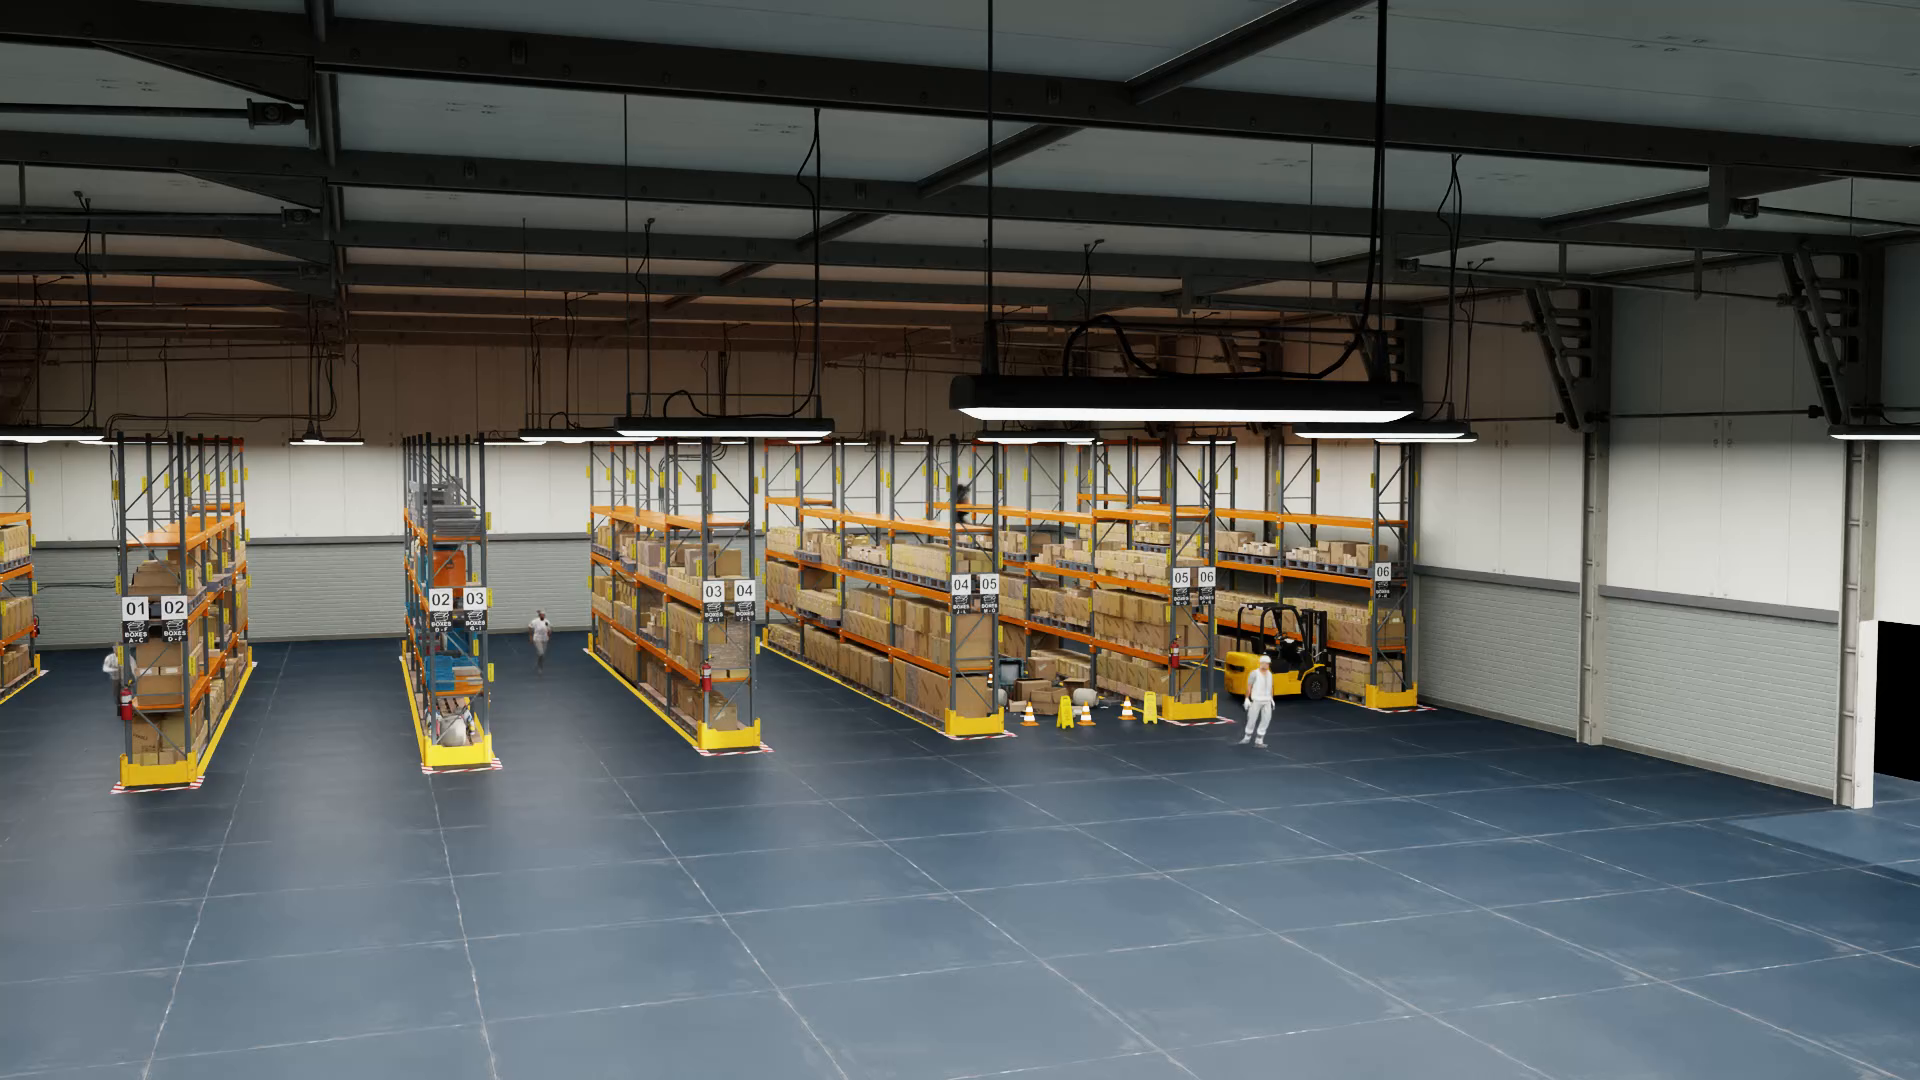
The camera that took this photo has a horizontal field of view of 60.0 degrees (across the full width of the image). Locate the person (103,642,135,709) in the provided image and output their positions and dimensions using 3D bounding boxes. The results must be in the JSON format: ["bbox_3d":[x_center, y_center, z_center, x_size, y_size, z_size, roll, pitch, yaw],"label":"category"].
[{"bbox_3d":[-17.779,2.955,35.195,0.598,1.658,0.919,-1,3,-23],"label":"person"}]

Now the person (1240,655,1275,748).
[{"bbox_3d":[5.677,3.076,31.753,0.655,1.767,0.488,-1,3,-22],"label":"person"}]

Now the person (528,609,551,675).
[{"bbox_3d":[-10.620,2.573,42.069,0.517,1.705,0.819,-2,4,-37],"label":"person"}]
